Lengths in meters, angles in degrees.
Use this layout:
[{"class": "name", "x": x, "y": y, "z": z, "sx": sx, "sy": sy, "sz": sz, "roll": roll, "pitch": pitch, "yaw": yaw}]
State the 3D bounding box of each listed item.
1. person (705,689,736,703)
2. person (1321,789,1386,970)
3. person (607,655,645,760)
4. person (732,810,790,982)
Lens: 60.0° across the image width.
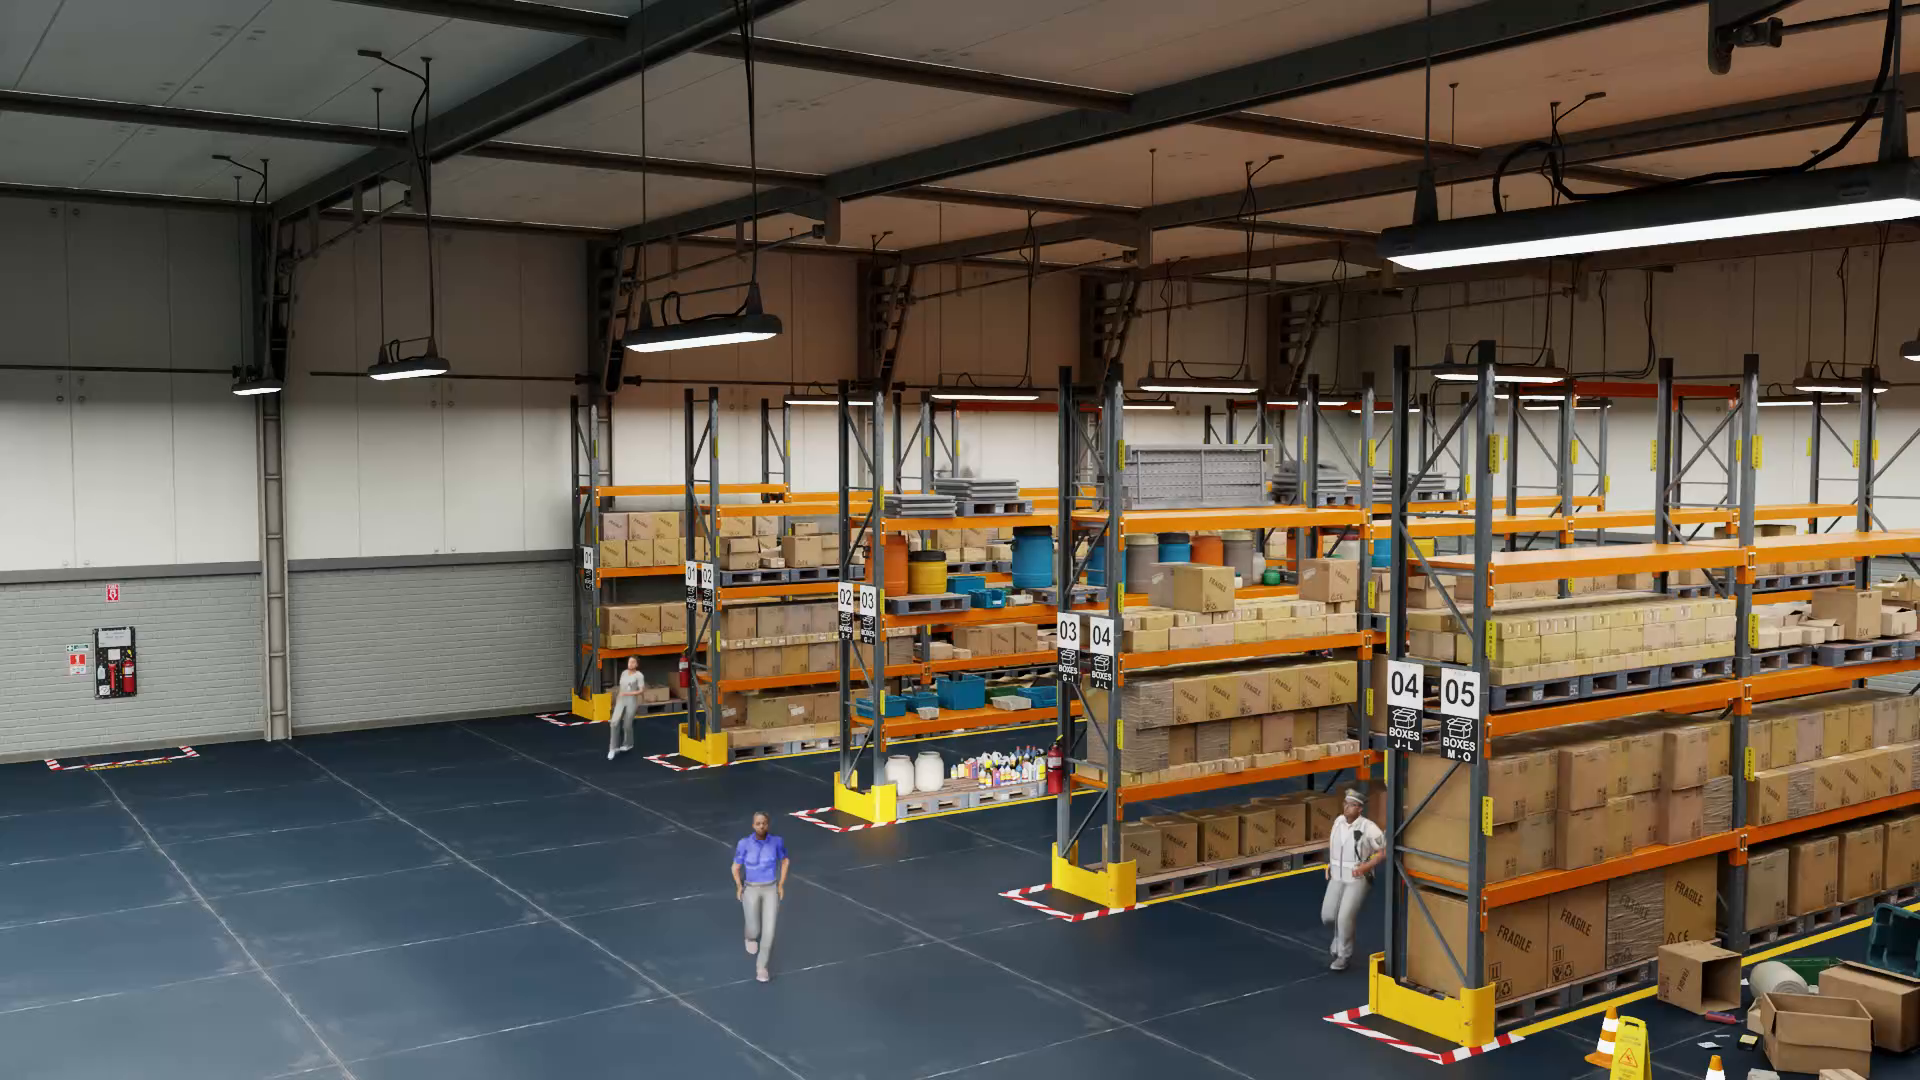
[{"class": "person", "x": -4.134, "y": 2.607, "z": 29.047, "sx": 0.577, "sy": 1.653, "sz": 0.682, "roll": 3, "pitch": 5, "yaw": 44}, {"class": "person", "x": 3.825, "y": 3.319, "z": 16.338, "sx": 0.656, "sy": 1.736, "sz": 0.539, "roll": 3, "pitch": 5, "yaw": 45}, {"class": "person", "x": -5.398, "y": 2.699, "z": 27.085, "sx": 0.568, "sy": 1.659, "sz": 0.752, "roll": 1, "pitch": 4, "yaw": 14}, {"class": "person", "x": -1.929, "y": 3.399, "z": 16.116, "sx": 0.562, "sy": 1.614, "sz": 0.674, "roll": -1, "pitch": 4, "yaw": -11}]
